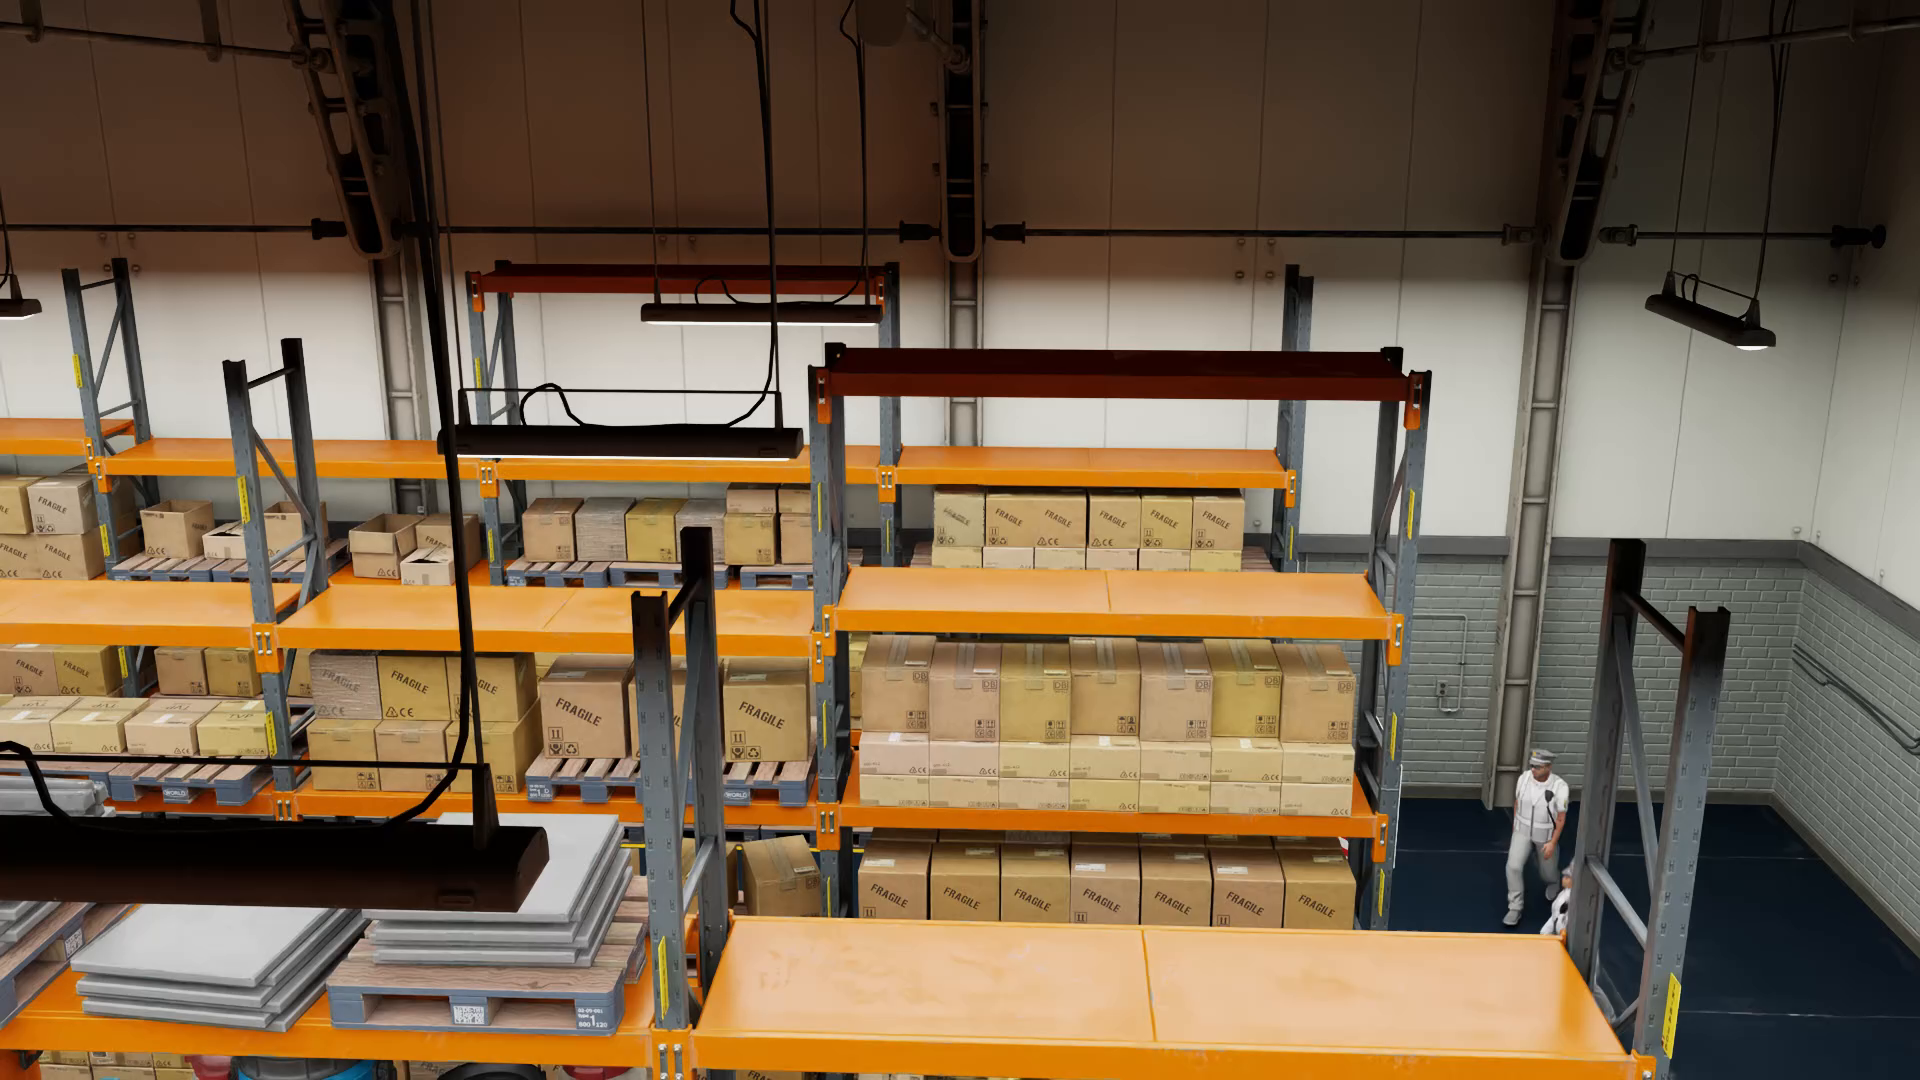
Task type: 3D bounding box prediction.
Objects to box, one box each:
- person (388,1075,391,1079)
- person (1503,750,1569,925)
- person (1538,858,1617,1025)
[{"bbox_3d":[-3.863,4.209,11.090,0.864,1.642,0.466,5,17,17],"label":"person"},{"bbox_3d":[5.549,2.804,16.013,0.527,1.657,1.079,11,19,33],"label":"person"},{"bbox_3d":[5.042,3.405,13.862,1.049,1.623,0.545,4,17,12],"label":"person"}]
